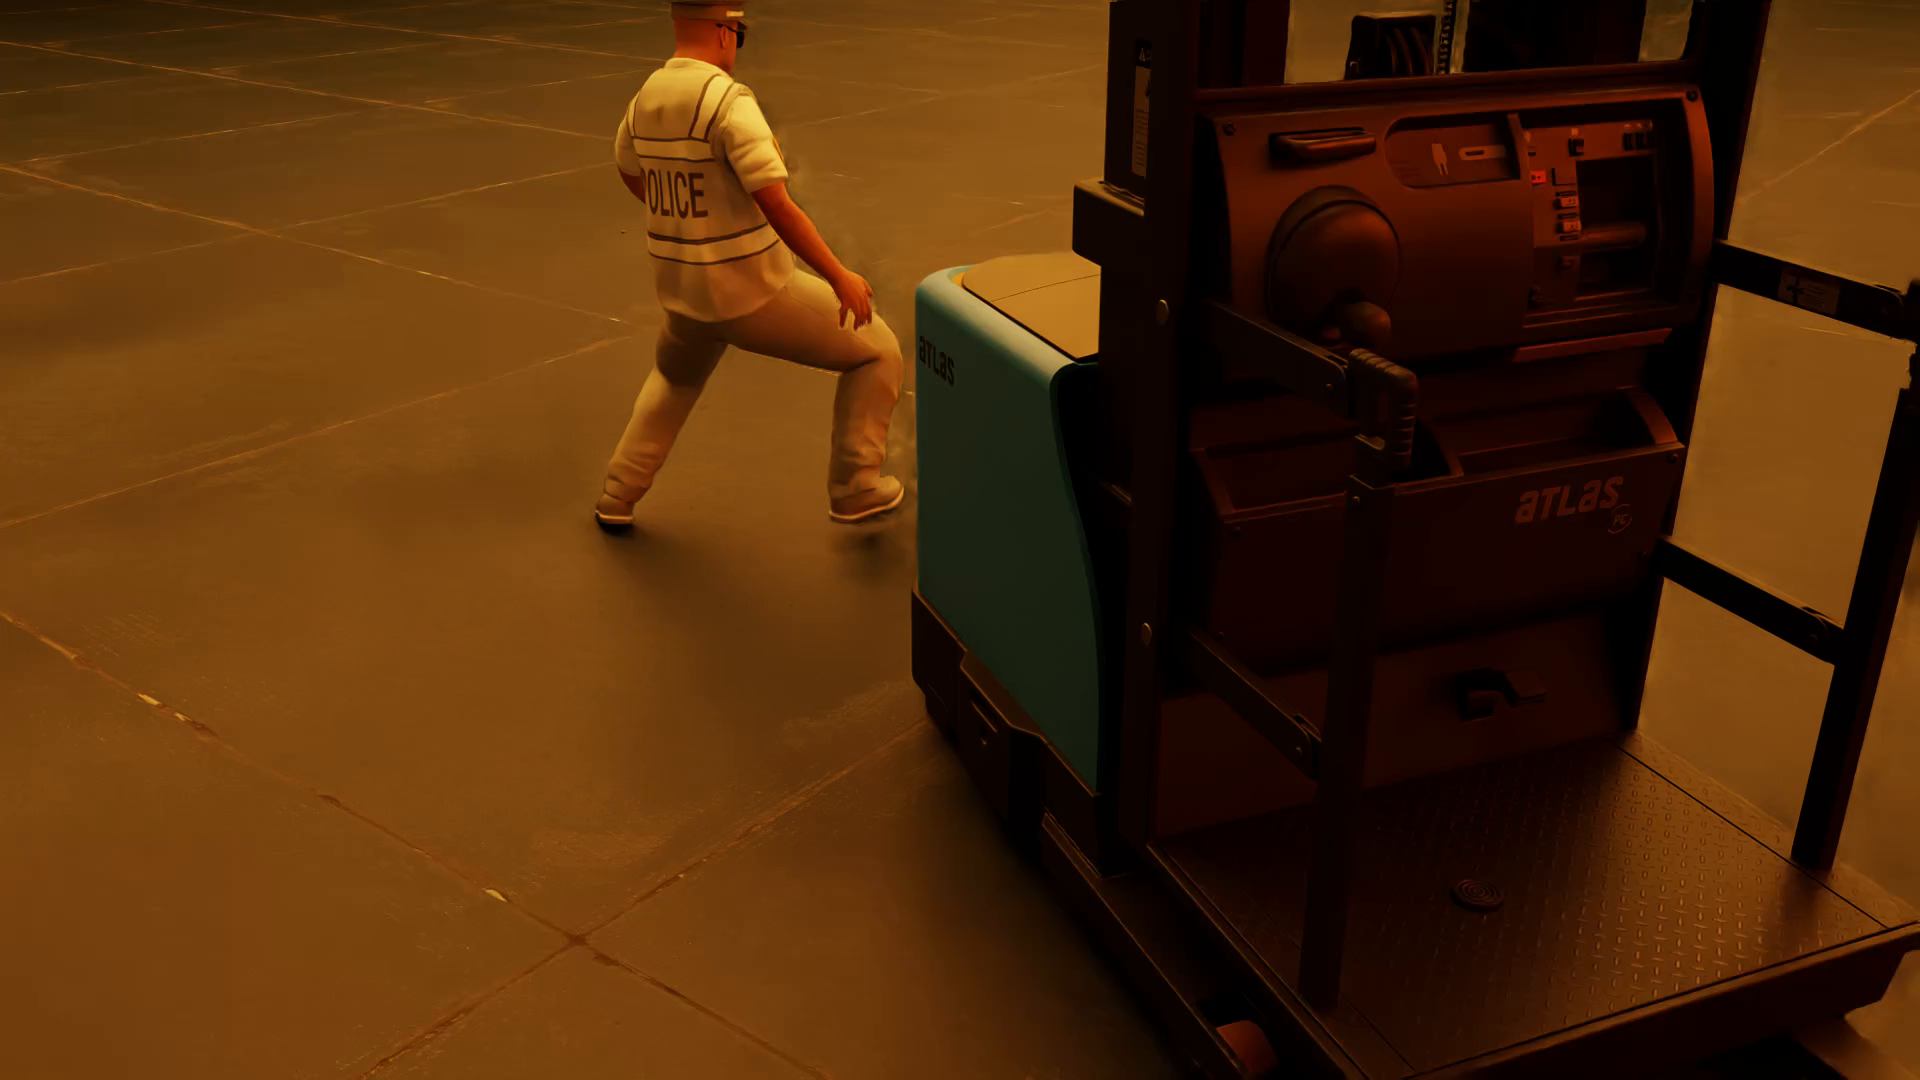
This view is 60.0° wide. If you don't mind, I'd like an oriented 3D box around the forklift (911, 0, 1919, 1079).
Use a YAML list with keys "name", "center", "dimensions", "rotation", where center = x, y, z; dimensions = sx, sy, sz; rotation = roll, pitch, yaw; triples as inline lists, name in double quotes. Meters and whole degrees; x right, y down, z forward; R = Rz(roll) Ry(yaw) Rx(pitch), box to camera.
- name: "forklift"
  center: [0.899, -0.492, 2.463]
  dimensions: [1.130, 2.935, 3.031]
  rotation: [-9, 25, -20]

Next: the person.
- name: "person"
  center: [-0.695, -0.797, 4.889]
  dimensions: [0.972, 1.628, 0.722]
  rotation: [20, 30, 38]
